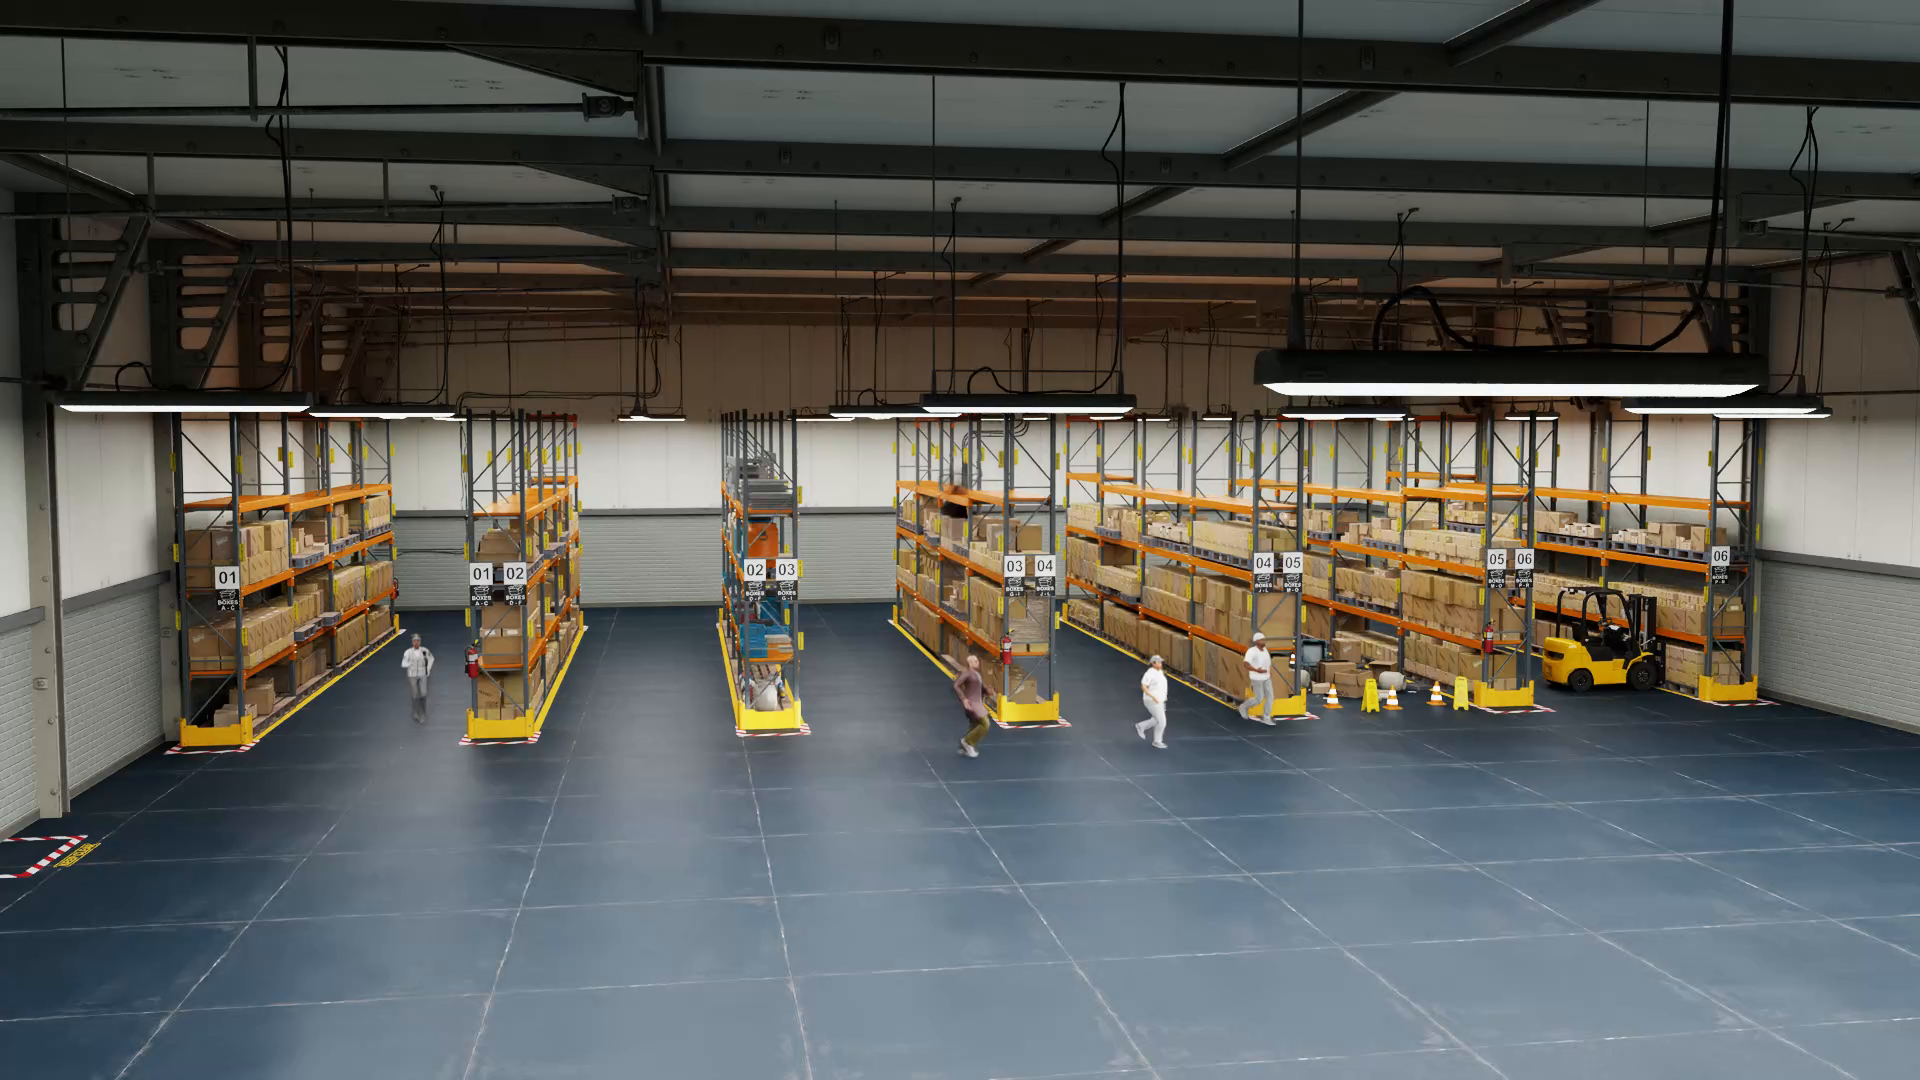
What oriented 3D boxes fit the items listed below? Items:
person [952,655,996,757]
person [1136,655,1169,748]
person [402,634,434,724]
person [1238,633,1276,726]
[{"bbox_3d":[0.270,2.851,28.505,0.705,1.746,0.695,1,4,18],"label":"person"},{"bbox_3d":[3.414,2.856,29.589,0.653,1.638,0.618,2,5,30],"label":"person"},{"bbox_3d":[-10.397,2.656,31.907,0.592,1.736,0.683,-1,4,-18],"label":"person"},{"bbox_3d":[5.686,2.643,31.672,0.713,1.761,0.801,-4,5,-42],"label":"person"}]
